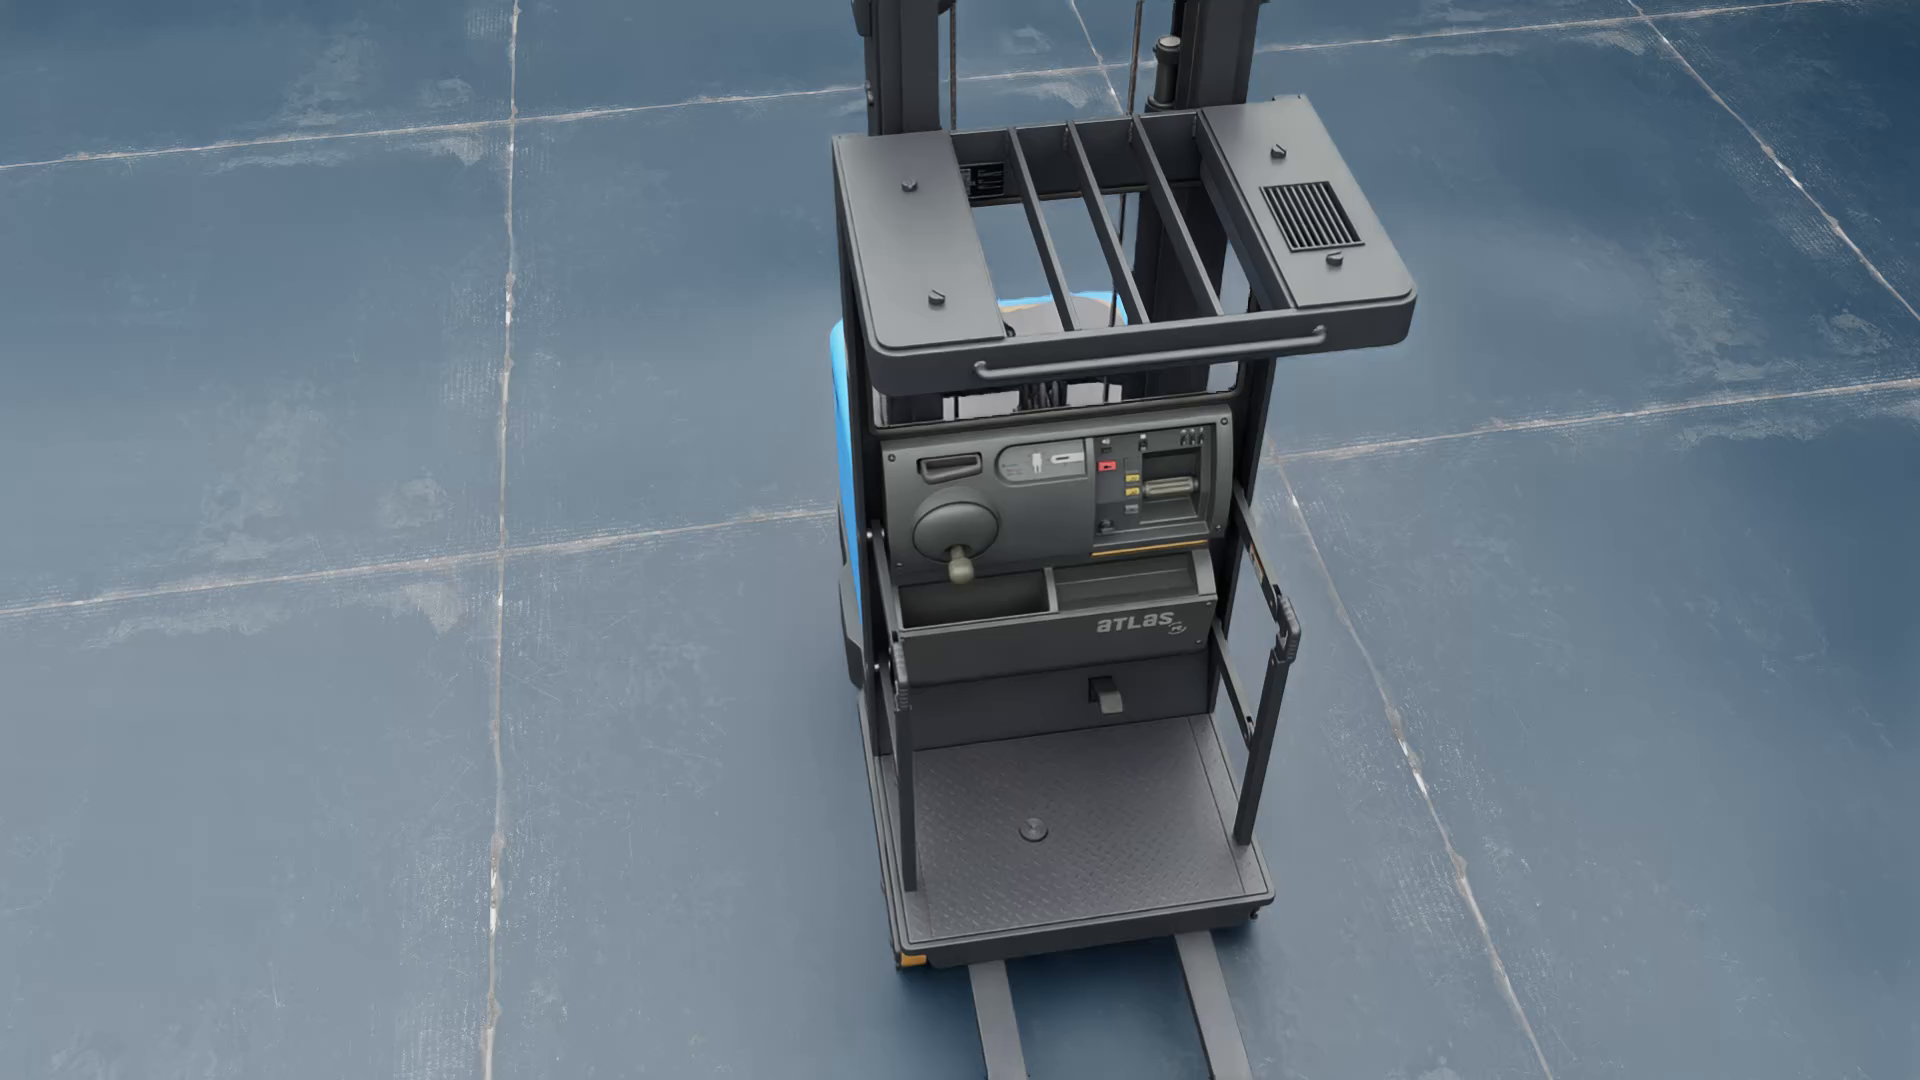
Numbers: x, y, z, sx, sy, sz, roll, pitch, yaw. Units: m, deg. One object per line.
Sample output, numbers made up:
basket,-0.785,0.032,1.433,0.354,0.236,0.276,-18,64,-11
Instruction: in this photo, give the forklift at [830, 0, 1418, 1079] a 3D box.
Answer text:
forklift,0.299,-0.021,4.235,1.130,2.935,3.031,-7,46,-6
